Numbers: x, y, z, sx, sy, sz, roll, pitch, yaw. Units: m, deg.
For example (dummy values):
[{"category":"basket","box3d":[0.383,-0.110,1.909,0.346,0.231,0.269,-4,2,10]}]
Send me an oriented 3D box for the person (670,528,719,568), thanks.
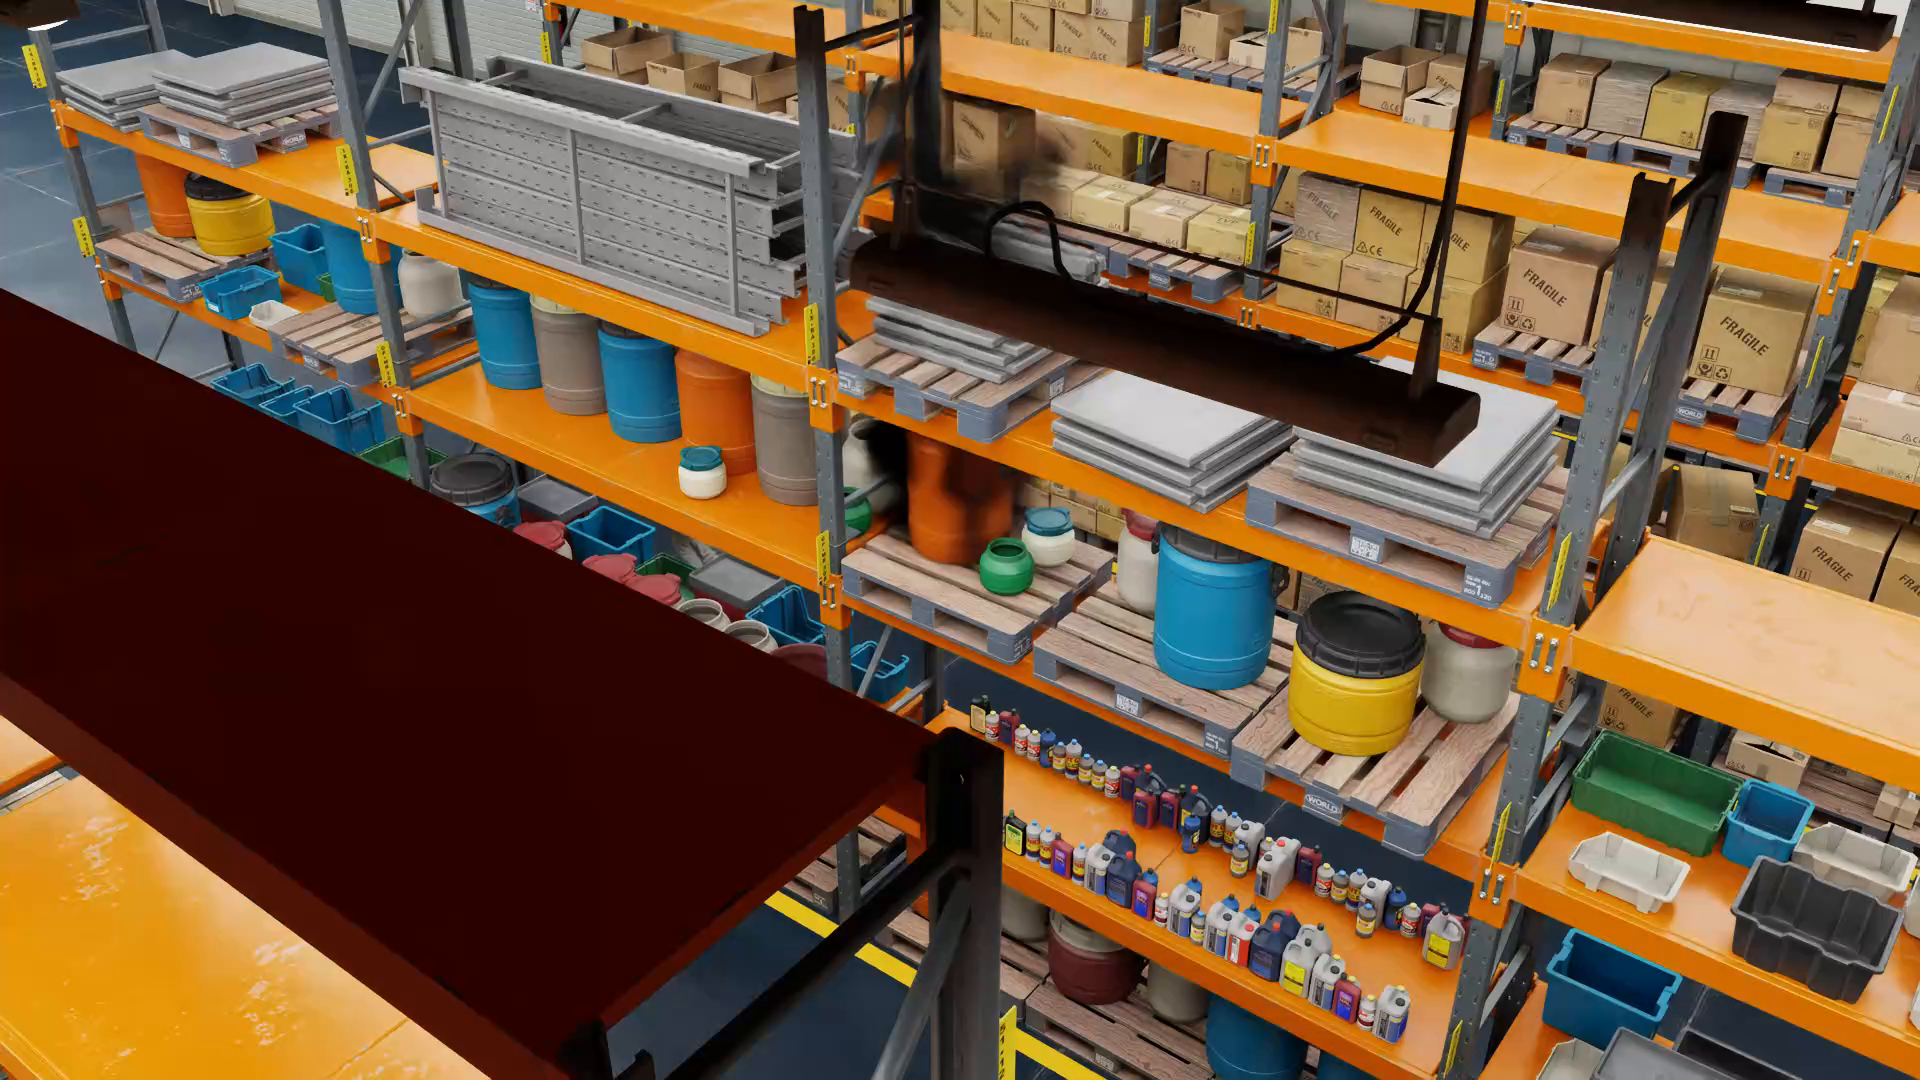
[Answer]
[{"category":"person","box3d":[-2.362,-0.297,14.174,0.551,1.650,0.612,18,36,27]}]
